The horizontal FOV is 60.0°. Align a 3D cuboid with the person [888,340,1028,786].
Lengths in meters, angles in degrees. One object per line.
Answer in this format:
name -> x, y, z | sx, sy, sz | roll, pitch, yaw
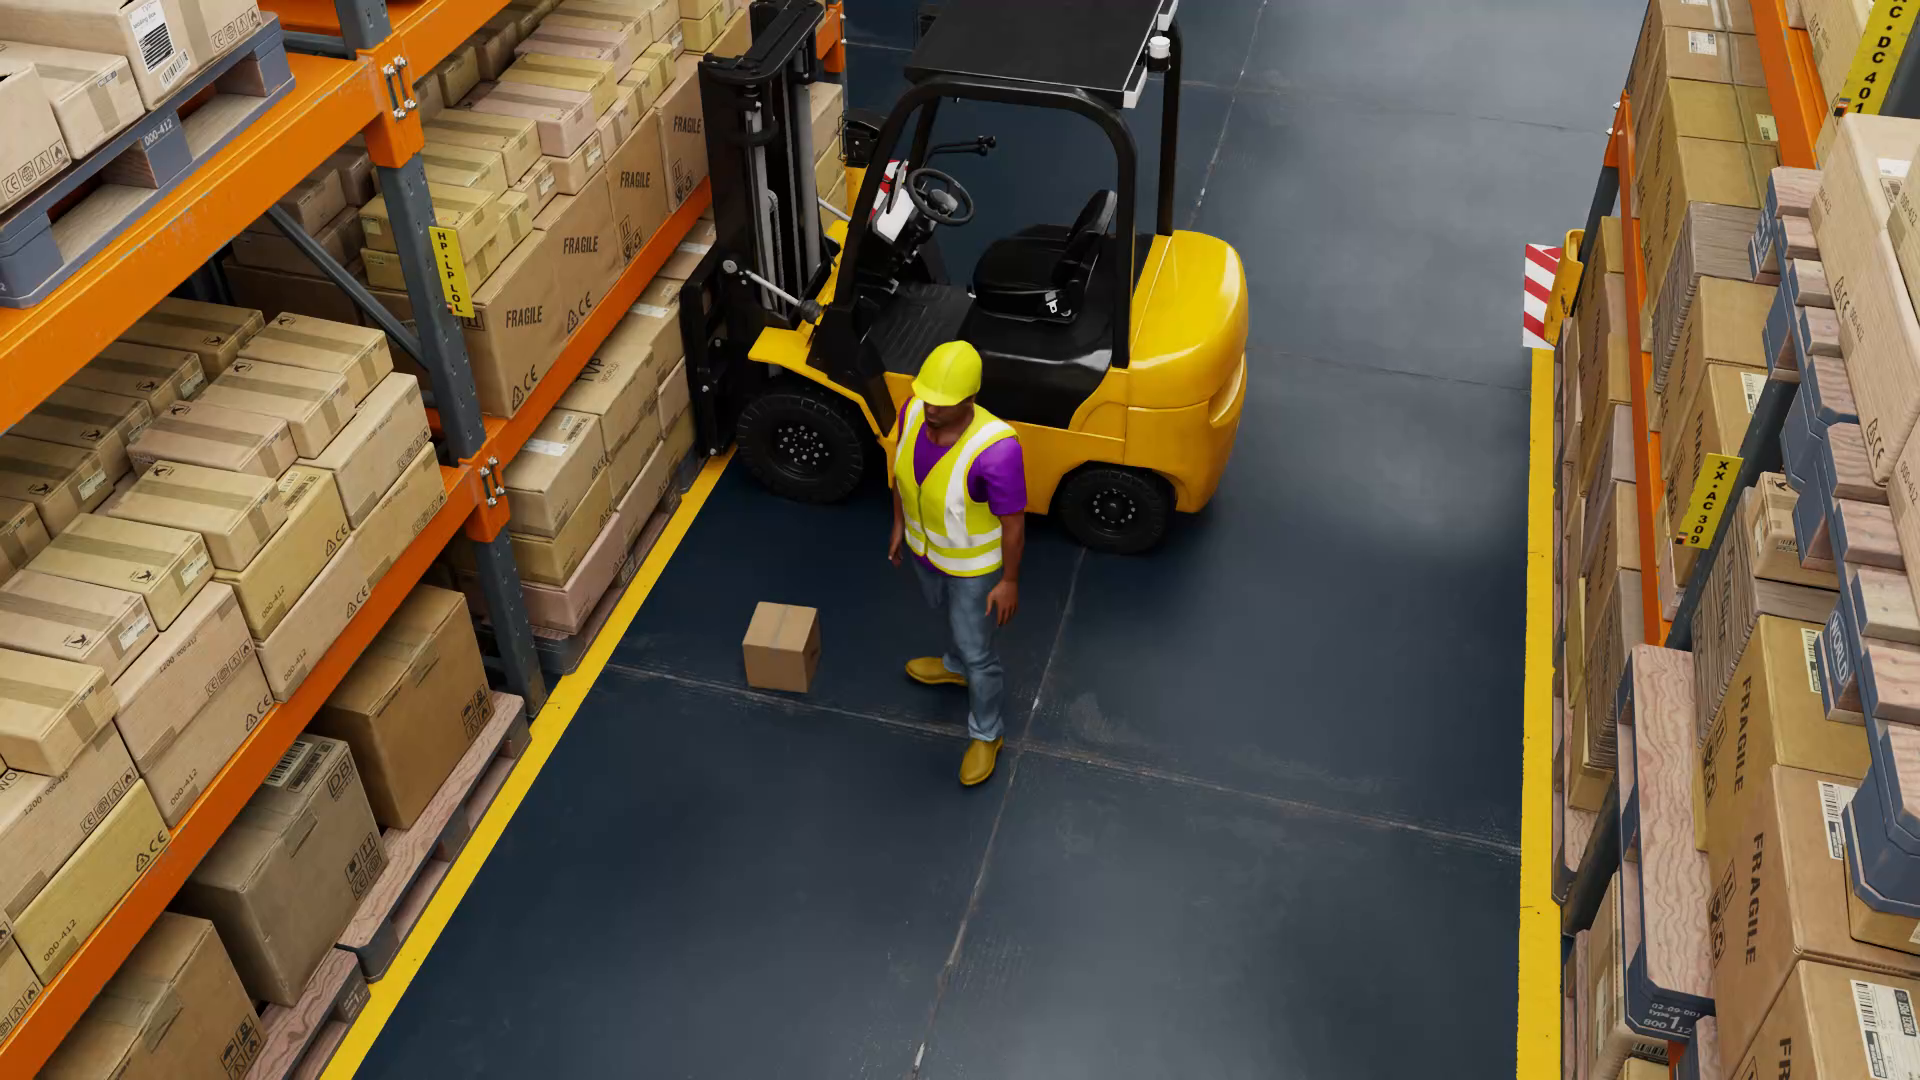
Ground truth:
person -> -0.014, 0.042, 6.056 | 0.463, 1.764, 0.677 | -30, 49, -30
